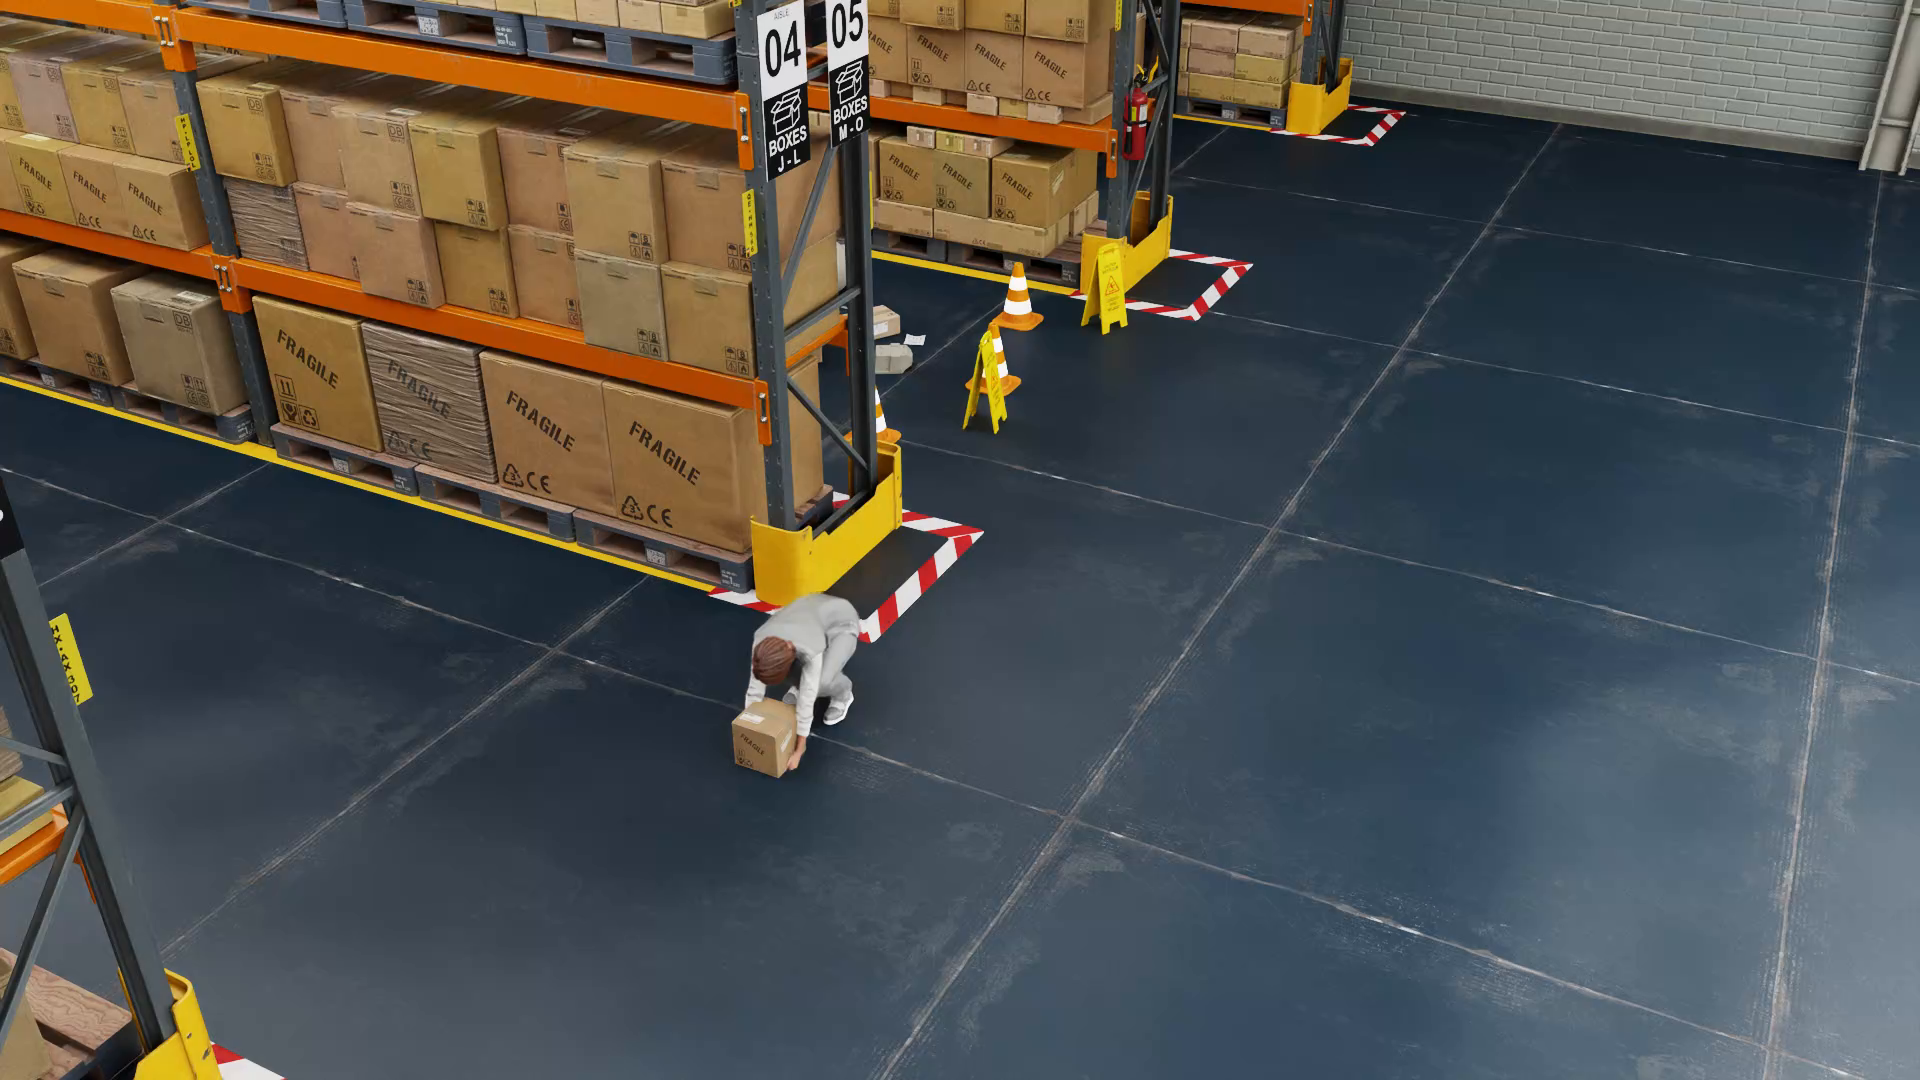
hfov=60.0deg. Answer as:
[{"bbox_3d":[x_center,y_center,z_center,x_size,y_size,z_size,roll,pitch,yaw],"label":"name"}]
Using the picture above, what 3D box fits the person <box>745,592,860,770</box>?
[{"bbox_3d":[-0.778,0.629,8.151,0.425,0.731,0.850,14,33,22],"label":"person"}]
